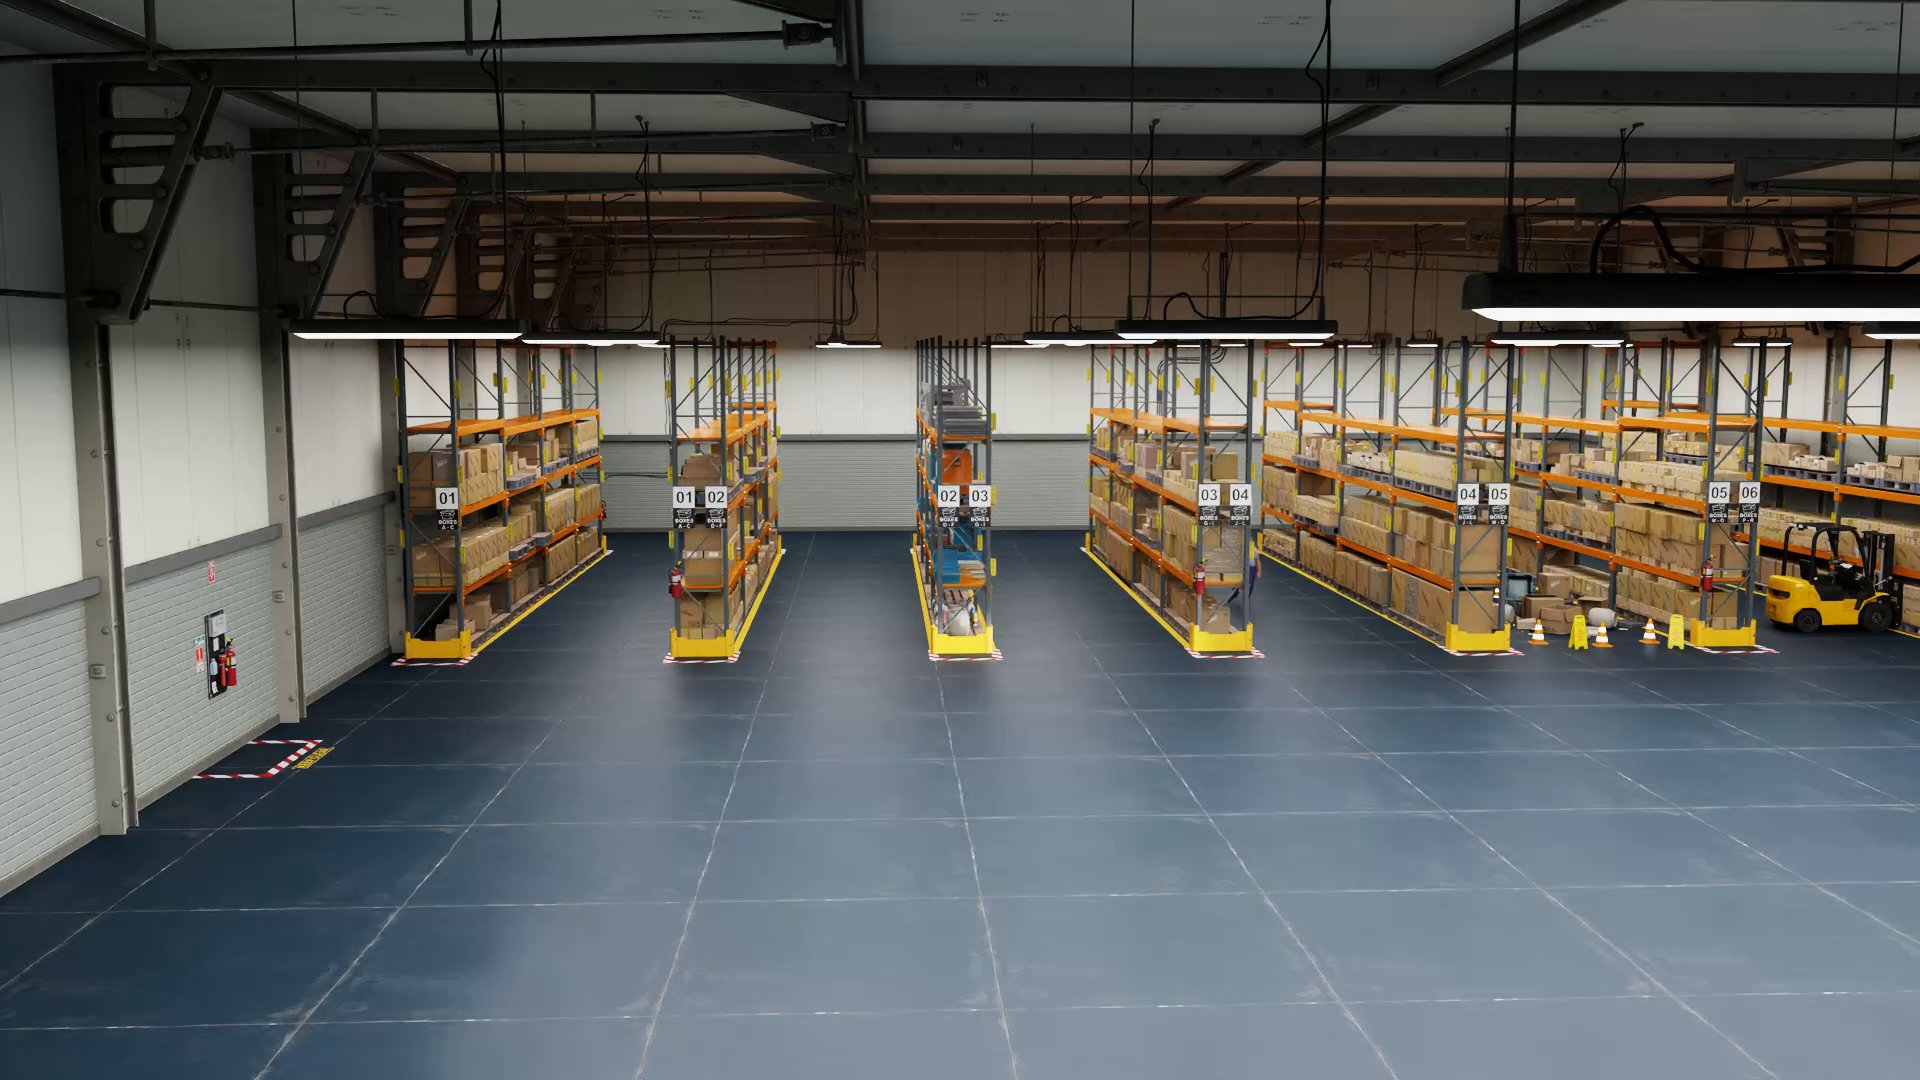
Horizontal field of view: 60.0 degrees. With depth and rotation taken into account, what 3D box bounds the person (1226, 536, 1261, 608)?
[{"bbox_3d":[6.341,0.704,37.195,0.738,1.617,0.514,1,7,5],"label":"person"}]
